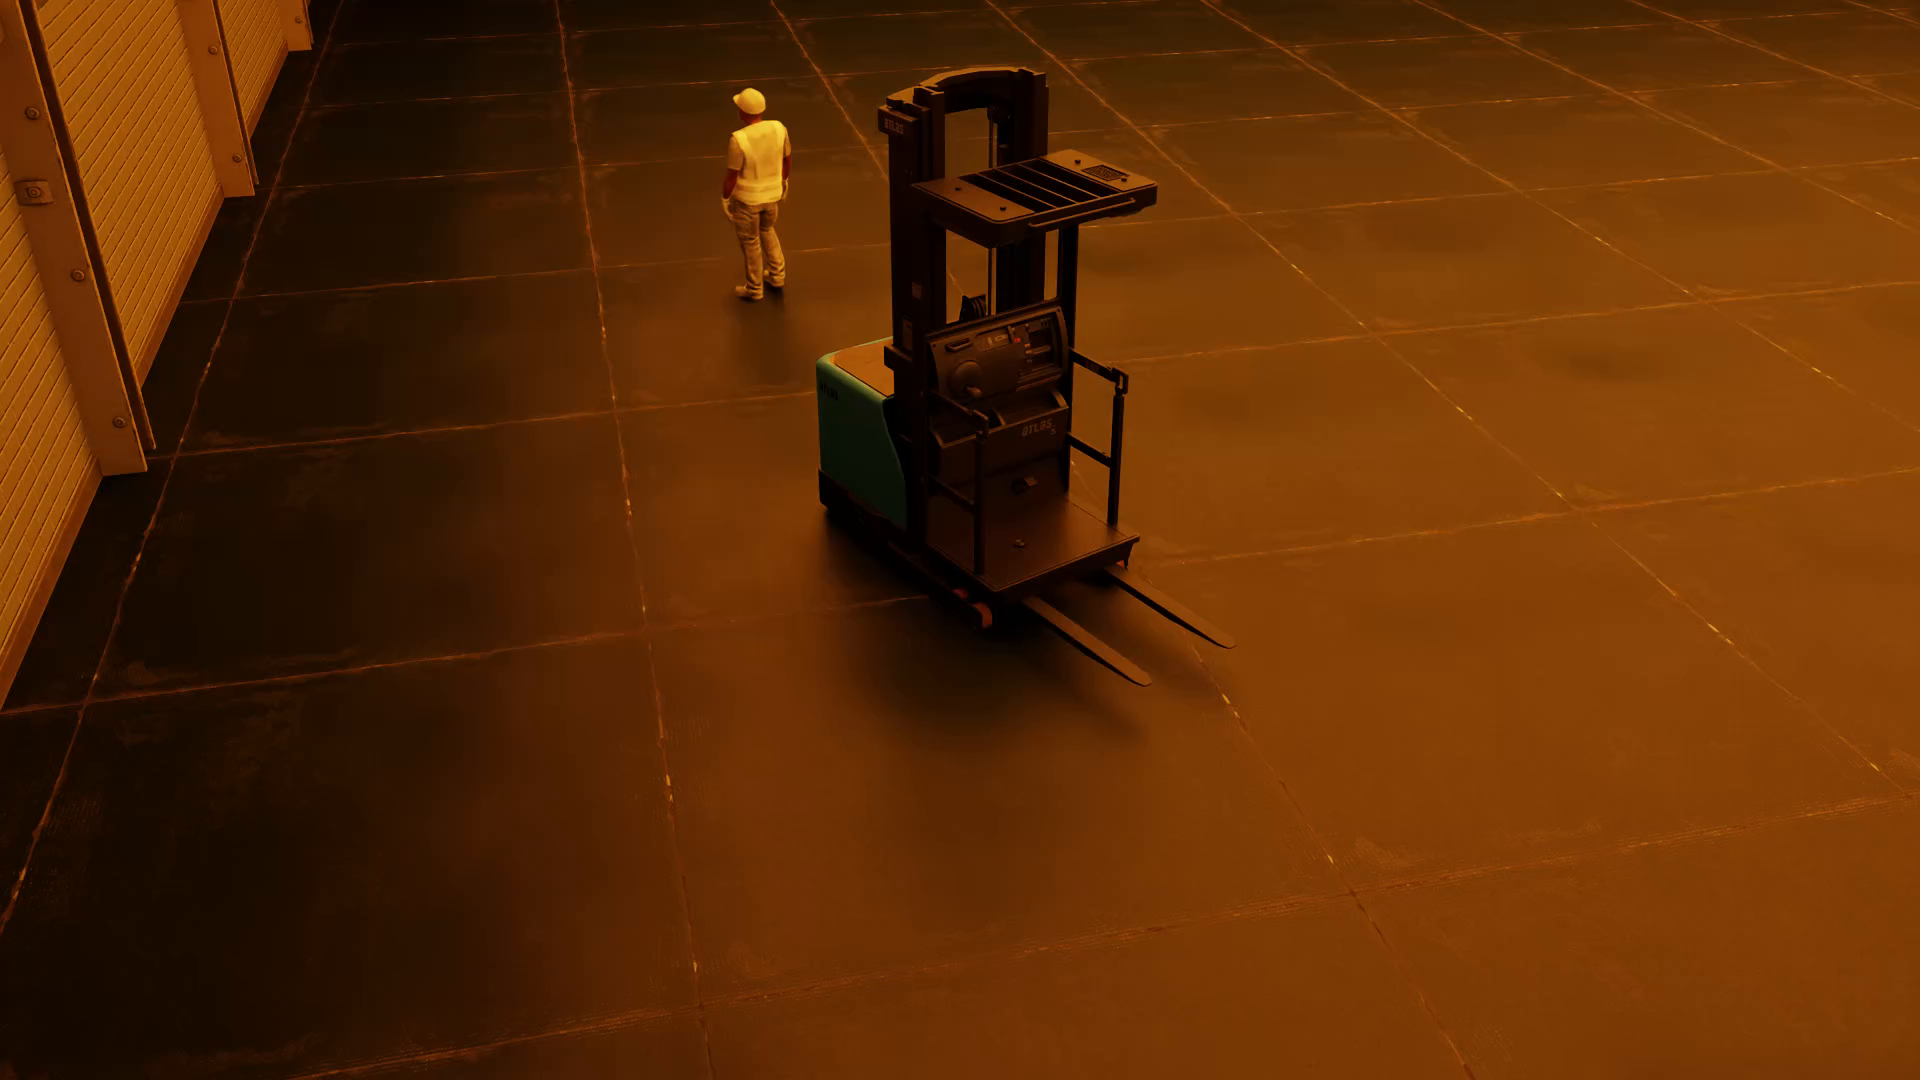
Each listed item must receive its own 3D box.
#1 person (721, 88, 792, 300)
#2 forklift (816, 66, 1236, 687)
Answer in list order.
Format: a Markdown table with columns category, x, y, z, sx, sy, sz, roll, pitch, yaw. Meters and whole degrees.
| category | x | y | z | sx | sy | sz | roll | pitch | yaw |
| --- | --- | --- | --- | --- | --- | --- | --- | --- | --- |
| person | -1.693 | -2.839 | 13.623 | 0.652 | 1.789 | 0.544 | -22 | 37 | -33 |
| forklift | 0.355 | -1.021 | 9.338 | 1.130 | 2.935 | 3.031 | -20 | 35 | -30 |
